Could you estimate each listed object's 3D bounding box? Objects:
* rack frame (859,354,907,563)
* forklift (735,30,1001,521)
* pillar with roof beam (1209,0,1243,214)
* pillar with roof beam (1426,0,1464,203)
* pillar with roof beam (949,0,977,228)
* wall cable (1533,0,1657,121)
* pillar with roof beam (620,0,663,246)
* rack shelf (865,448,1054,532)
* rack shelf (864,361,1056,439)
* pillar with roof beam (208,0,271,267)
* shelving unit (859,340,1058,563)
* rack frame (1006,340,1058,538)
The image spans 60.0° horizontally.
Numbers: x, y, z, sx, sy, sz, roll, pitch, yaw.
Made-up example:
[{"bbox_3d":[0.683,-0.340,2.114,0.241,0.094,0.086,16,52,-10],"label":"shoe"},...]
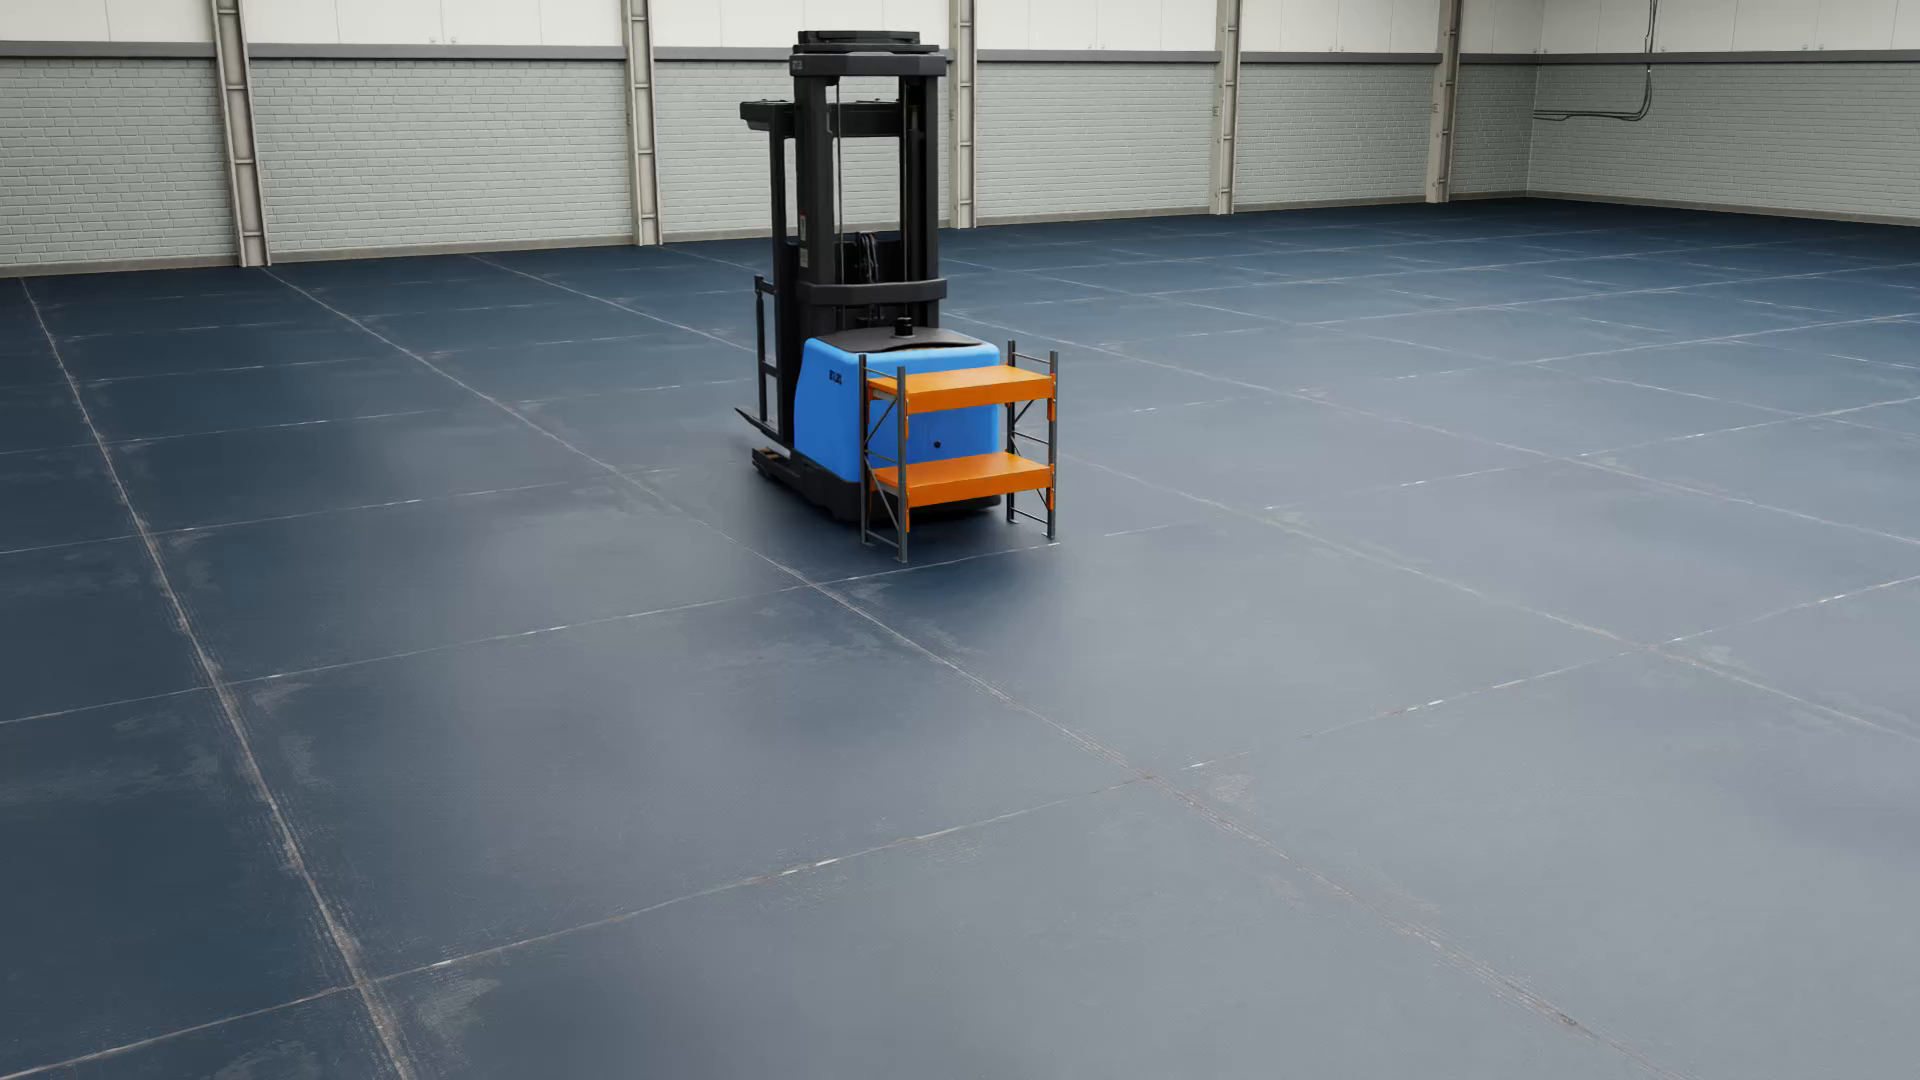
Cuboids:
[{"bbox_3d":[-0.442,-0.470,9.503,0.032,1.125,0.500,-9,18,-30],"label":"rack frame"},{"bbox_3d":[-0.800,-1.878,11.180,1.130,2.935,3.031,-7,17,-23],"label":"forklift"},{"bbox_3d":[7.410,-9.831,28.310,0.400,9.000,9.100,-9,18,-30],"label":"pillar with roof beam"},{"bbox_3d":[12.553,-10.665,31.285,0.400,9.000,9.100,-9,18,-30],"label":"pillar with roof beam"},{"bbox_3d":[2.267,-8.997,25.334,0.400,9.000,9.100,-9,18,-30],"label":"pillar with roof beam"},{"bbox_3d":[13.542,-10.270,35.627,0.112,2.526,3.097,-9,18,-30],"label":"wall cable"},{"bbox_3d":[-2.877,-8.163,22.359,0.400,9.000,9.100,-9,18,-30],"label":"pillar with roof beam"},{"bbox_3d":[-0.006,-0.305,9.821,1.000,0.278,0.538,-9,18,-30],"label":"rack shelf"},{"bbox_3d":[-0.006,-0.823,9.676,1.000,0.278,0.538,-9,18,-30],"label":"rack shelf"},{"bbox_3d":[-8.020,-7.329,19.384,0.400,9.000,9.100,-9,18,-30],"label":"pillar with roof beam"},{"bbox_3d":[-0.006,-0.541,9.755,1.048,1.125,0.538,-9,18,-30],"label":"shelving unit"},{"bbox_3d":[0.430,-0.611,10.007,0.032,1.125,0.500,-9,18,-30],"label":"rack frame"}]
